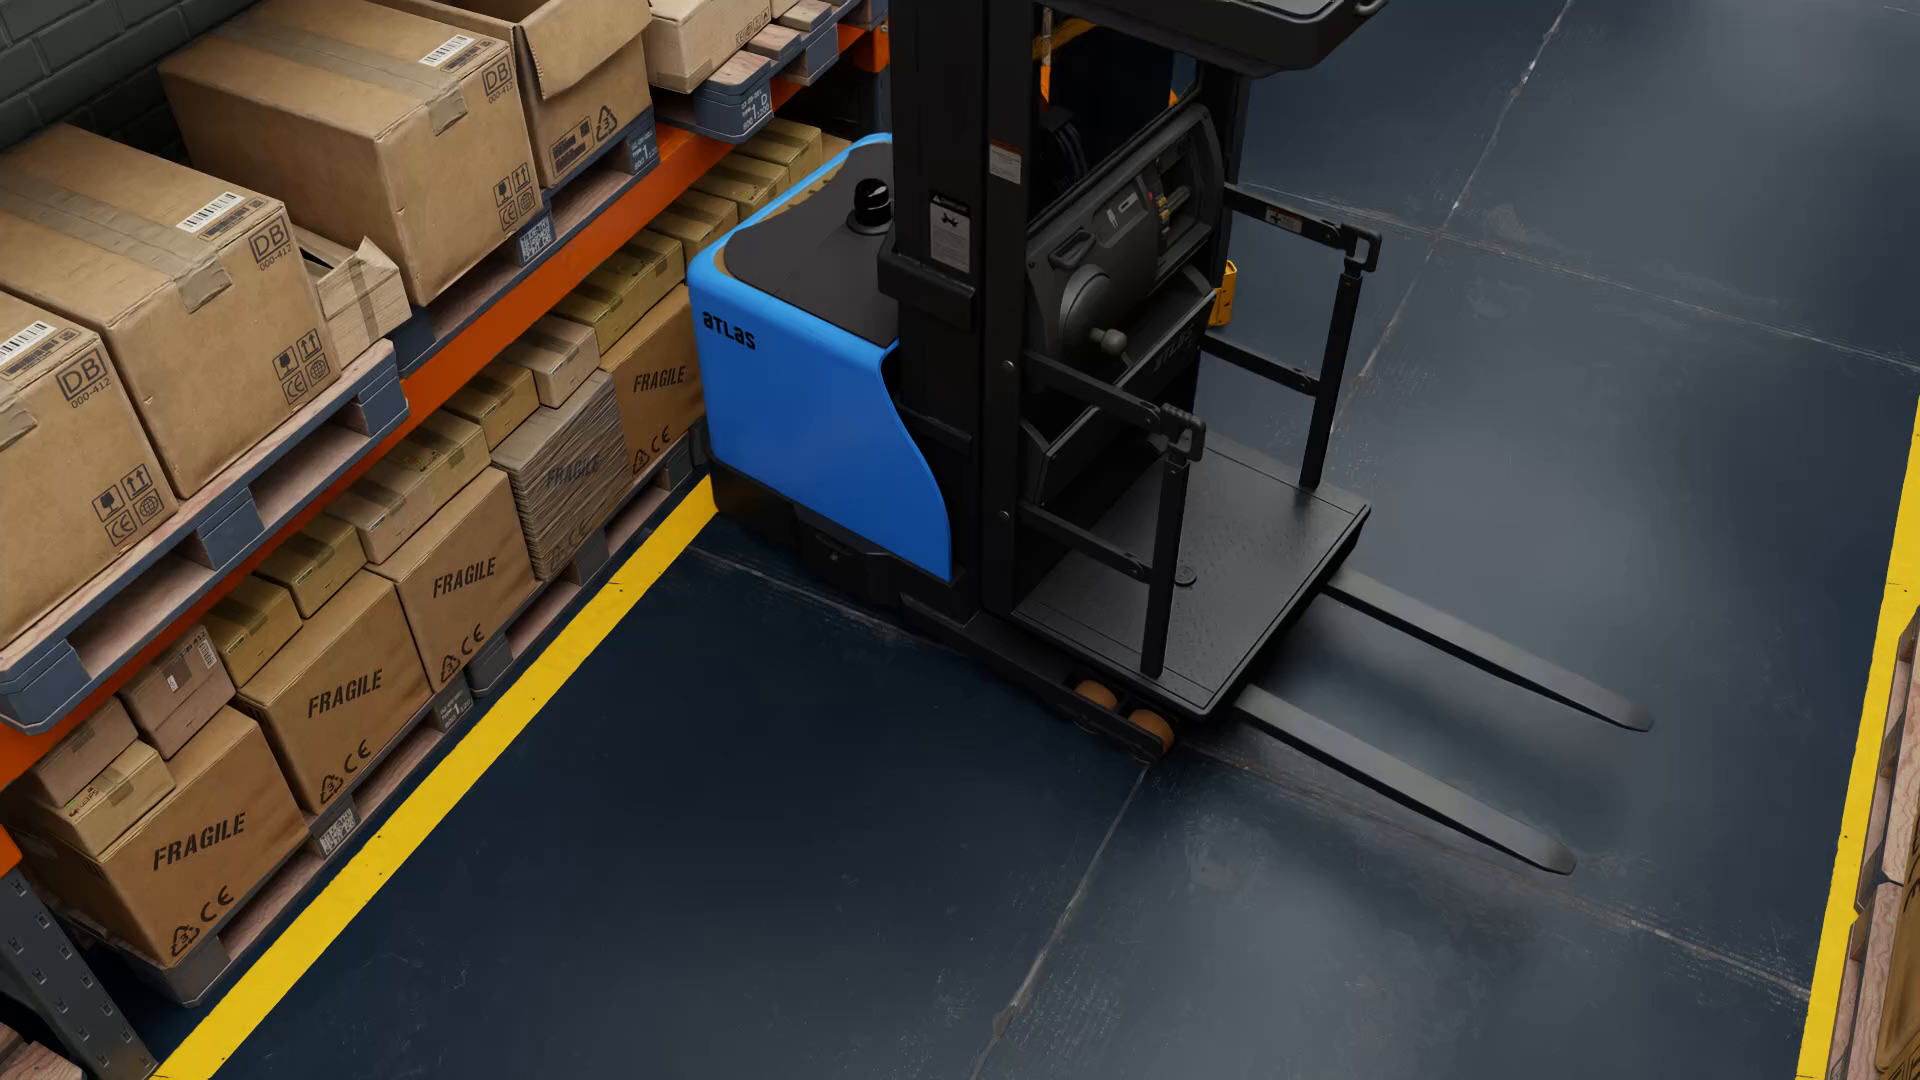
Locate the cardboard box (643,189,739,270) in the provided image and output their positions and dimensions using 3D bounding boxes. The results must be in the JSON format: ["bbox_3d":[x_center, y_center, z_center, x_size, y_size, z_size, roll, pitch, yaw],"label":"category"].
[{"bbox_3d":[-0.986,-1.083,5.718,0.380,0.149,0.250,19,48,18],"label":"cardboard box"}]

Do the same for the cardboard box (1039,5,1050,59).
[{"bbox_3d":[-0.122,-2.430,7.417,0.875,0.625,0.625,22,49,20],"label":"cardboard box"}]

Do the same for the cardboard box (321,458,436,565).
[{"bbox_3d":[-1.742,-0.118,4.763,0.380,0.149,0.250,20,49,19],"label":"cardboard box"}]

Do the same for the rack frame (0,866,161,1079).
[{"bbox_3d":[-2.577,0.205,3.438,1.000,3.000,0.127,20,49,19],"label":"rack frame"}]

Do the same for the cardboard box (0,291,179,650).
[{"bbox_3d":[-2.155,-0.209,3.482,0.700,0.500,0.500,22,49,20],"label":"cardboard box"}]

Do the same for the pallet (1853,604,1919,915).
[{"bbox_3d":[3.245,0.774,4.837,1.003,0.211,1.213,20,49,19],"label":"pallet"}]

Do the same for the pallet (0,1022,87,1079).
[{"bbox_3d":[-2.897,1.618,4.003,1.003,0.211,1.213,20,49,19],"label":"pallet"}]

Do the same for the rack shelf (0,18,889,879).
[{"bbox_3d":[-1.649,-0.802,4.939,1.077,0.370,4.000,20,49,19],"label":"rack shelf"}]

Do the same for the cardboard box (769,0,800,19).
[{"bbox_3d":[-0.686,-1.834,5.335,0.380,0.149,0.250,21,49,20],"label":"cardboard box"}]

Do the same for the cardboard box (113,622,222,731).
[{"bbox_3d":[-2.097,0.286,4.155,0.380,0.149,0.250,18,48,17],"label":"cardboard box"}]

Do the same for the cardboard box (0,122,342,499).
[{"bbox_3d":[-1.914,-0.535,3.804,0.700,0.500,0.500,21,49,19],"label":"cardboard box"}]

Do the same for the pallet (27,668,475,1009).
[{"bbox_3d":[-2.233,0.661,4.949,1.003,0.211,1.213,20,49,19],"label":"pallet"}]

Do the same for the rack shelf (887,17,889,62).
[{"bbox_3d":[0.208,-3.322,7.430,1.077,0.370,4.000,20,49,19],"label":"rack shelf"}]

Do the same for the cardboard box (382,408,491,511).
[{"bbox_3d":[-1.625,-0.273,4.917,0.380,0.149,0.250,22,49,20],"label":"cardboard box"}]

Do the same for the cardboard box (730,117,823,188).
[{"bbox_3d":[-0.725,-1.417,6.048,0.380,0.149,0.250,18,48,17],"label":"cardboard box"}]

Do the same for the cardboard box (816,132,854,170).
[{"bbox_3d":[-0.726,-1.246,6.335,0.500,0.500,0.500,22,49,20],"label":"cardboard box"}]

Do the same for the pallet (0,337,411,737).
[{"bbox_3d":[-2.110,-0.195,3.968,1.003,0.211,1.213,20,49,19],"label":"pallet"}]

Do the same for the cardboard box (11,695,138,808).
[{"bbox_3d":[-2.229,0.445,3.998,0.380,0.149,0.250,20,49,18],"label":"cardboard box"}]

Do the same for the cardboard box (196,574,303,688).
[{"bbox_3d":[-2.006,0.205,4.445,0.380,0.149,0.250,18,48,17],"label":"cardboard box"}]

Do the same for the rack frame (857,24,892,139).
[{"bbox_3d":[-0.721,-2.315,5.929,1.000,3.000,0.127,20,49,19],"label":"rack frame"}]

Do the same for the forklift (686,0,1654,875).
[{"bbox_3d":[0.633,-0.784,4.464,3.031,2.935,1.130,27,51,24],"label":"forklift"}]

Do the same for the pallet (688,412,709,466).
[{"bbox_3d":[-1.101,-0.877,6.468,1.003,0.211,1.213,20,49,19],"label":"pallet"}]

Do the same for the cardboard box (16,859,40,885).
[{"bbox_3d":[-2.611,0.529,4.580,0.500,0.500,0.500,20,49,19],"label":"cardboard box"}]

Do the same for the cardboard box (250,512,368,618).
[{"bbox_3d":[-1.891,0.027,4.620,0.380,0.149,0.250,20,49,18],"label":"cardboard box"}]

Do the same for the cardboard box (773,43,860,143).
[{"bbox_3d":[-0.419,-2.016,7.008,0.875,0.625,0.625,22,49,20],"label":"cardboard box"}]

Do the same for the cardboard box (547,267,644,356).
[{"bbox_3d":[-1.264,-0.775,5.413,0.380,0.149,0.250,20,49,18],"label":"cardboard box"}]

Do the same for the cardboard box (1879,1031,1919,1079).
[{"bbox_3d":[2.450,1.452,3.404,0.875,0.875,0.875,22,49,20],"label":"cardboard box"}]

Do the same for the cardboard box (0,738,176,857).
[{"bbox_3d":[-2.175,0.570,4.084,0.380,0.149,0.250,23,50,21],"label":"cardboard box"}]

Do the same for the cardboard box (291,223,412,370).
[{"bbox_3d":[-1.593,-0.644,4.077,0.396,0.266,0.258,23,50,21],"label":"cardboard box"}]

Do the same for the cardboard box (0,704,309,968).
[{"bbox_3d":[-2.153,0.706,4.406,0.500,0.500,0.500,22,49,21],"label":"cardboard box"}]

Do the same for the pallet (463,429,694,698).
[{"bbox_3d":[-1.668,-0.111,5.711,1.003,0.211,1.213,20,49,19],"label":"pallet"}]

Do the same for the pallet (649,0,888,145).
[{"bbox_3d":[-0.973,-1.797,5.552,1.213,0.211,1.003,20,49,19],"label":"pallet"}]

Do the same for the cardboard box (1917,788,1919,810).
[{"bbox_3d":[3.283,0.329,4.515,0.875,0.875,0.875,20,49,19],"label":"cardboard box"}]

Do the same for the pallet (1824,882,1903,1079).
[{"bbox_3d":[2.677,1.539,4.080,1.003,0.211,1.213,20,49,19],"label":"pallet"}]

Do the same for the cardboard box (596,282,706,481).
[{"bbox_3d":[-1.209,-0.604,5.700,0.500,0.500,0.500,22,49,21],"label":"cardboard box"}]

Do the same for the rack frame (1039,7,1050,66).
[{"bbox_3d":[0.495,-2.049,6.721,0.500,1.500,0.032,-12,47,-11],"label":"rack frame"}]

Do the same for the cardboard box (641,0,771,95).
[{"bbox_3d":[-0.924,-1.638,5.070,0.500,0.250,0.500,18,48,17],"label":"cardboard box"}]

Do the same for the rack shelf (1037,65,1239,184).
[{"bbox_3d":[0.639,-1.576,6.506,0.538,0.185,1.000,-12,47,-11],"label":"rack shelf"}]

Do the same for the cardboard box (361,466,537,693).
[{"bbox_3d":[-1.679,0.054,5.050,0.500,0.500,0.500,19,48,18],"label":"cardboard box"}]

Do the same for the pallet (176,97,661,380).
[{"bbox_3d":[-1.619,-1.021,4.785,1.003,0.211,1.213,20,49,19],"label":"pallet"}]

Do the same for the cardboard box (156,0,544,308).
[{"bbox_3d":[-1.550,-1.029,4.293,0.700,0.500,0.500,20,49,19],"label":"cardboard box"}]

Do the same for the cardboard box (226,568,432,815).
[{"bbox_3d":[-1.915,0.367,4.740,0.500,0.500,0.500,20,49,19],"label":"cardboard box"}]

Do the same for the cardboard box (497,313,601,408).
[{"bbox_3d":[-1.366,-0.591,5.231,0.380,0.149,0.250,18,48,17],"label":"cardboard box"}]

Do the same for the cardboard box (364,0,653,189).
[{"bbox_3d":[-1.314,-1.409,4.666,0.797,0.503,0.637,19,48,18],"label":"cardboard box"}]

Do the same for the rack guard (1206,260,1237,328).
[{"bbox_3d":[0.783,-0.917,6.481,0.587,0.250,0.087,-12,47,-11],"label":"rack guard"}]

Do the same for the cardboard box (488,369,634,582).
[{"bbox_3d":[-1.433,-0.271,5.371,0.500,0.500,0.500,19,48,18],"label":"cardboard box"}]

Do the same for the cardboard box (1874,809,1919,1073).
[{"bbox_3d":[2.866,0.889,3.961,0.875,0.875,0.875,21,49,20],"label":"cardboard box"}]

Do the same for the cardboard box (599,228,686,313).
[{"bbox_3d":[-1.149,-0.932,5.568,0.380,0.149,0.250,22,49,20],"label":"cardboard box"}]

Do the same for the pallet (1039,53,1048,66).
[{"bbox_3d":[0.264,-2.606,8.177,1.003,0.211,1.213,20,49,19],"label":"pallet"}]

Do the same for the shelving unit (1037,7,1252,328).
[{"bbox_3d":[0.642,-1.696,6.372,0.587,1.500,1.083,-12,47,-11],"label":"shelving unit"}]

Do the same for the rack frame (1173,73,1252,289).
[{"bbox_3d":[0.783,-1.356,6.035,0.500,1.500,0.032,-12,47,-11],"label":"rack frame"}]

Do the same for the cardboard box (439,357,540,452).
[{"bbox_3d":[-1.525,-0.453,5.095,0.380,0.149,0.250,21,49,19],"label":"cardboard box"}]

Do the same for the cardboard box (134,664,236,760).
[{"bbox_3d":[-2.115,0.370,4.281,0.380,0.149,0.250,19,48,18],"label":"cardboard box"}]

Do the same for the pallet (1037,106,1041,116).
[{"bbox_3d":[-0.304,-1.840,7.420,1.003,0.211,1.213,20,49,19],"label":"pallet"}]

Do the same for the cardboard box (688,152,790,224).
[{"bbox_3d":[-0.825,-1.235,5.868,0.380,0.149,0.250,18,48,17],"label":"cardboard box"}]

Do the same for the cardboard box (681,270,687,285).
[{"bbox_3d":[-0.968,-0.934,6.027,0.500,0.500,0.500,20,49,18],"label":"cardboard box"}]
